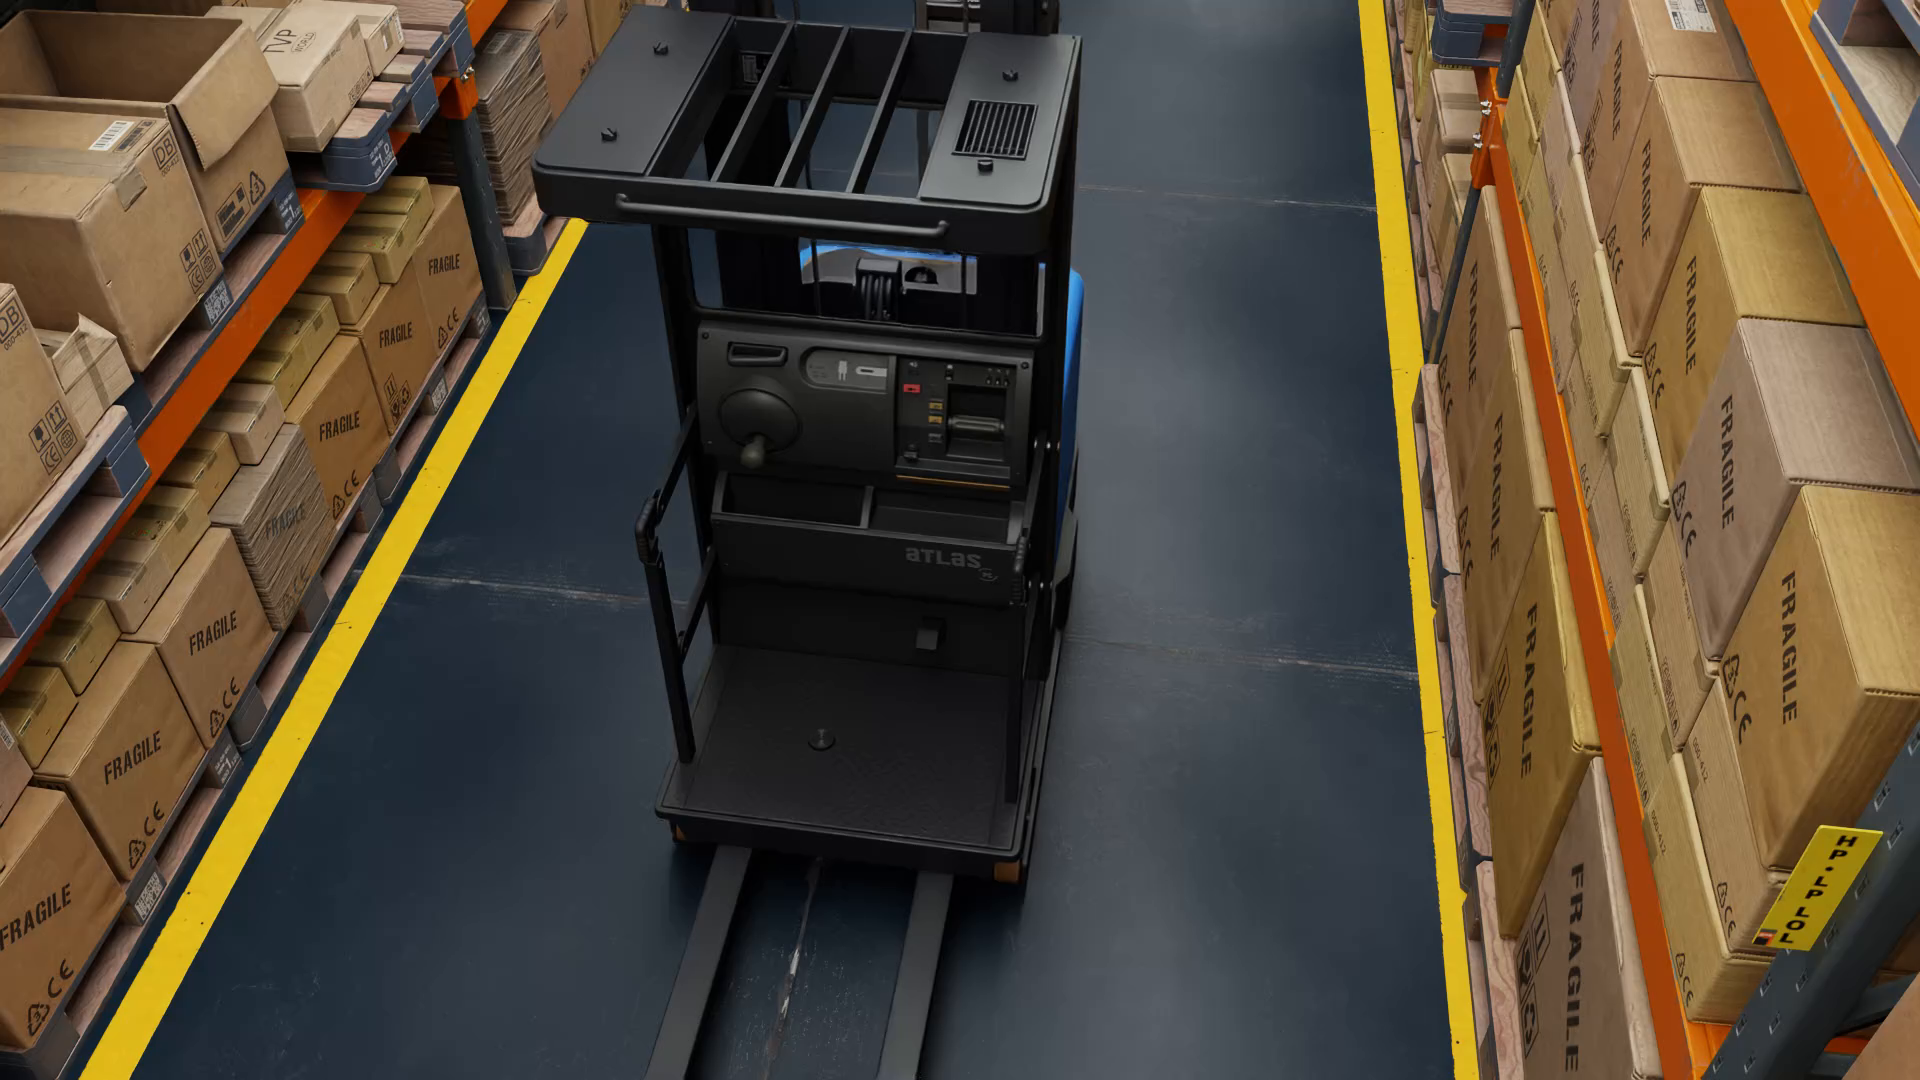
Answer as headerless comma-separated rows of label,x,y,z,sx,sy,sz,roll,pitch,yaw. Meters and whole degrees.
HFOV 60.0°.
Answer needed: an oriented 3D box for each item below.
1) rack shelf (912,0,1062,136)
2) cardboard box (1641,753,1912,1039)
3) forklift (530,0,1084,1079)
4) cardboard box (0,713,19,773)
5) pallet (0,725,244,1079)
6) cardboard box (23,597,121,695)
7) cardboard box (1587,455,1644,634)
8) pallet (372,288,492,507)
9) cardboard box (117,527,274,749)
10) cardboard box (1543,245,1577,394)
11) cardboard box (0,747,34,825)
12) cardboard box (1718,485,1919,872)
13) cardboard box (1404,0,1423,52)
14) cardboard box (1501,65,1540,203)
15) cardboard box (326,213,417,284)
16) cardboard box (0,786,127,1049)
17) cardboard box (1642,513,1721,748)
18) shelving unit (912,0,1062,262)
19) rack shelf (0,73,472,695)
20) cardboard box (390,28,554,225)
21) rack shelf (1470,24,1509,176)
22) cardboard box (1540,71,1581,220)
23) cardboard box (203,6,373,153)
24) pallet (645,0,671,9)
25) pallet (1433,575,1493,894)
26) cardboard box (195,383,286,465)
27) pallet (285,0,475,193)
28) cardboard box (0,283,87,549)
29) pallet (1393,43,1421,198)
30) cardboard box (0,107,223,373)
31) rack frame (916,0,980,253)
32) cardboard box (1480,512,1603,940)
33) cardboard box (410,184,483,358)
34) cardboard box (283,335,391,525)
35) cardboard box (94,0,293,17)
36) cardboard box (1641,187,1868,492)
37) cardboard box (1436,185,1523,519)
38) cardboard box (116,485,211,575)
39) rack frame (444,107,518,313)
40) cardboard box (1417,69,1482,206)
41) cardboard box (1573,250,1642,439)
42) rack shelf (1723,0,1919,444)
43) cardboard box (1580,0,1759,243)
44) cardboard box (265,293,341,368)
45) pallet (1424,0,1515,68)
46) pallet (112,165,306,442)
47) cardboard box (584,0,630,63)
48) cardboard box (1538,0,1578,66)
rack shelf,0.098,-1.669,5.487,0.431,0.518,0.480,6,44,6
cardboard box,1.732,0.727,3.410,0.500,0.250,0.500,4,44,5
forklift,-0.296,-0.276,4.410,1.130,2.935,3.031,6,44,6
cardboard box,-2.700,0.562,4.299,0.380,0.149,0.250,3,44,3
pallet,-2.928,1.007,5.033,1.003,0.211,1.213,5,44,6
cardboard box,-2.681,0.292,4.801,0.380,0.149,0.250,5,44,5
cardboard box,1.886,0.038,4.138,0.500,0.250,0.500,4,44,4
pallet,-2.605,-0.656,6.789,1.003,0.211,1.213,5,44,6
cardboard box,-2.580,0.295,5.270,0.500,0.500,0.500,4,44,4
cardboard box,2.012,-0.652,4.865,0.500,0.250,0.500,7,44,7
cardboard box,-2.727,0.656,4.417,0.380,0.149,0.250,4,44,4
cardboard box,1.733,0.274,2.979,0.500,0.500,0.500,7,44,7
cardboard box,2.822,-2.802,8.633,0.950,0.372,0.625,8,44,8
cardboard box,2.137,-1.360,5.614,0.500,0.250,0.500,5,44,5
cardboard box,-2.289,-1.106,6.277,0.380,0.149,0.250,3,44,3
cardboard box,-2.711,0.998,4.527,0.500,0.500,0.500,7,44,7
cardboard box,1.799,0.210,3.592,0.500,0.250,0.500,6,44,7
shelving unit,0.098,-1.171,5.959,0.431,2.100,0.503,6,44,6
rack shelf,-2.733,-0.550,5.172,1.077,0.370,4.000,5,44,6
cardboard box,-2.373,-1.888,7.484,0.875,0.625,0.625,7,44,7
rack shelf,2.716,-2.827,7.577,1.077,0.370,4.000,5,44,6
cardboard box,2.070,-1.177,5.057,0.500,0.250,0.500,6,44,7
cardboard box,-2.288,-1.523,5.481,0.500,0.250,0.500,3,44,4
pallet,-2.158,-2.548,8.787,1.003,0.211,1.213,5,44,6
pallet,2.109,0.647,5.413,1.003,0.211,1.213,5,44,6
cardboard box,-2.486,-0.393,5.525,0.380,0.149,0.250,3,44,4
pallet,-2.489,-1.636,5.936,1.213,0.211,1.003,5,44,6
cardboard box,-2.644,-0.299,4.006,0.700,0.500,0.500,6,44,6
pallet,2.720,-2.074,8.287,1.003,0.211,1.213,5,44,6
cardboard box,-2.540,-0.834,4.571,0.700,0.500,0.500,5,44,5
rack frame,0.061,-1.005,5.784,0.400,2.100,0.015,6,44,6
cardboard box,2.037,0.574,4.702,0.875,0.875,0.875,6,44,7
cardboard box,-2.312,-1.111,6.754,0.500,0.500,0.500,6,44,7
cardboard box,-2.455,-0.414,6.018,0.500,0.500,0.500,7,44,7
cardboard box,-2.692,-2.026,5.830,0.500,0.500,0.500,7,44,7
cardboard box,1.880,-0.423,3.715,0.500,0.500,0.500,6,44,7
cardboard box,2.278,-0.643,5.987,0.875,0.875,0.875,5,44,5
cardboard box,-2.576,-0.044,5.156,0.380,0.149,0.250,7,44,7
rack frame,-2.469,-2.174,6.364,1.000,3.000,0.127,5,44,6
cardboard box,2.626,-1.811,7.587,0.950,0.372,0.625,4,44,5
cardboard box,1.912,-0.494,4.336,0.500,0.250,0.500,6,44,6
rack shelf,2.187,-1.190,3.667,1.077,0.370,4.000,5,44,6
cardboard box,2.004,-1.121,4.452,0.500,0.500,0.500,6,44,7
cardboard box,-2.447,-0.754,5.906,0.380,0.149,0.250,6,44,7
pallet,2.440,-2.151,6.479,1.213,0.211,1.003,5,44,6
pallet,-2.722,-0.778,5.030,1.003,0.211,1.213,5,44,6
cardboard box,-2.206,-2.793,8.440,0.875,0.625,0.625,4,44,4
cardboard box,2.144,-1.811,5.181,0.500,0.500,0.500,4,44,4
